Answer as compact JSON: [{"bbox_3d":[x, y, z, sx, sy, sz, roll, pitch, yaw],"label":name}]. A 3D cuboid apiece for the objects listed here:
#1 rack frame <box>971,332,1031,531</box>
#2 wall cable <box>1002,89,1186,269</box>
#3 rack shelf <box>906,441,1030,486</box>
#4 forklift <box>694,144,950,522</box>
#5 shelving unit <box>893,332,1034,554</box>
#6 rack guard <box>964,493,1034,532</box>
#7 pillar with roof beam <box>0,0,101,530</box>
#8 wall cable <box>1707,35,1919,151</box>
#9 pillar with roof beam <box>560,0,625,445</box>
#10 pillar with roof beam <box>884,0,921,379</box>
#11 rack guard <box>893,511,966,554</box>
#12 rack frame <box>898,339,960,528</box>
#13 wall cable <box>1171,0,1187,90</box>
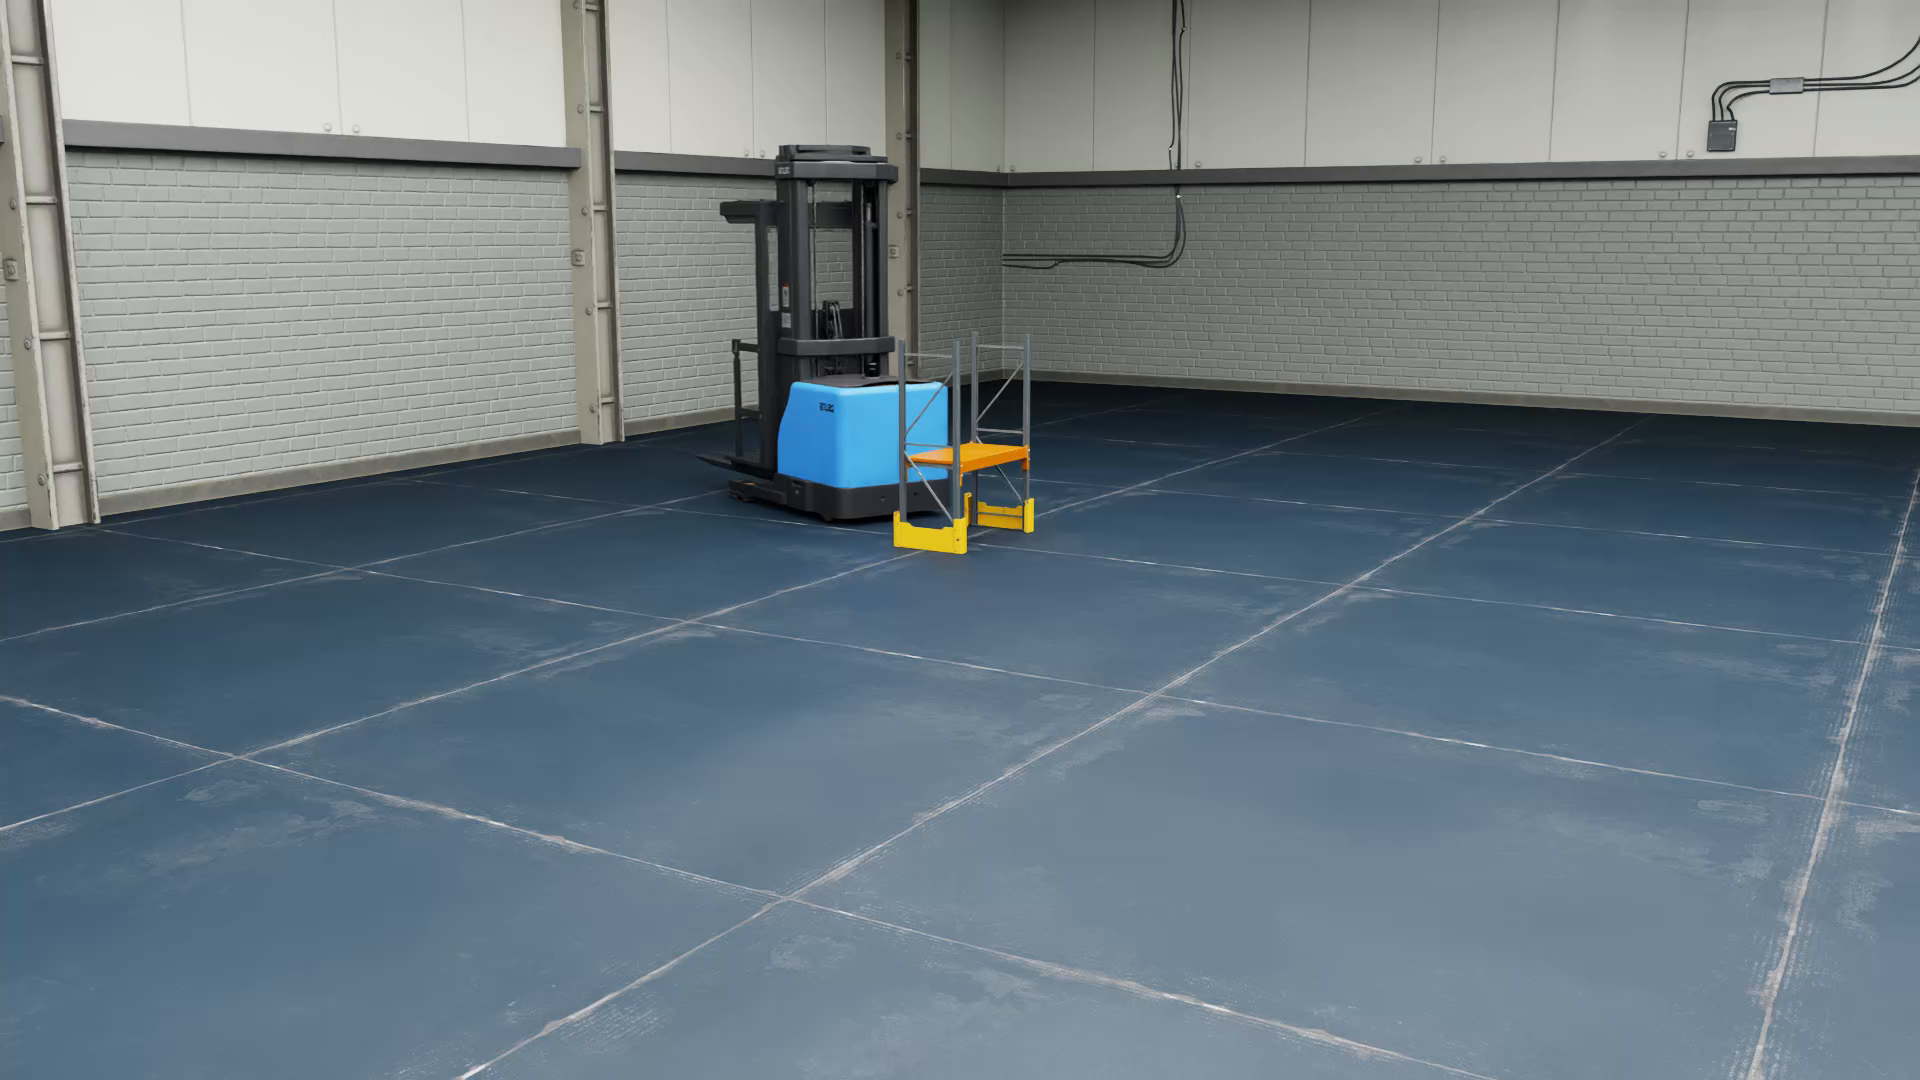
[{"bbox_3d":[0.308,-0.831,12.729,0.500,1.500,0.032,6,12,31],"label":"rack frame"},{"bbox_3d":[1.885,-5.244,24.363,3.097,2.526,0.112,6,12,31],"label":"wall cable"},{"bbox_3d":[0.044,-0.574,12.335,0.538,0.185,1.000,6,12,31],"label":"rack shelf"},{"bbox_3d":[-1.327,-1.808,14.061,1.130,2.935,3.031,-7,13,-34],"label":"forklift"},{"bbox_3d":[0.040,-0.749,12.295,0.587,1.500,1.083,6,12,31],"label":"shelving unit"},{"bbox_3d":[0.298,-0.213,12.828,0.587,0.250,0.087,6,12,31],"label":"rack guard"},{"bbox_3d":[-3.326,-4.135,10.000,9.100,9.000,0.400,6,12,31],"label":"pillar with roof beam"},{"bbox_3d":[9.990,-7.532,18.907,2.305,6.003,0.169,6,12,31],"label":"wall cable"},{"bbox_3d":[-0.211,-5.078,15.040,9.100,9.000,0.400,6,12,31],"label":"pillar with roof beam"},{"bbox_3d":[2.904,-6.022,20.081,9.100,9.000,0.400,6,12,31],"label":"pillar with roof beam"},{"bbox_3d":[-0.219,-0.057,11.991,0.587,0.250,0.087,6,12,31],"label":"rack guard"},{"bbox_3d":[-0.220,-0.671,11.875,0.500,1.500,0.032,6,12,31],"label":"rack frame"},{"bbox_3d":[4.197,-7.468,22.518,3.097,2.526,0.112,6,12,31],"label":"wall cable"}]
